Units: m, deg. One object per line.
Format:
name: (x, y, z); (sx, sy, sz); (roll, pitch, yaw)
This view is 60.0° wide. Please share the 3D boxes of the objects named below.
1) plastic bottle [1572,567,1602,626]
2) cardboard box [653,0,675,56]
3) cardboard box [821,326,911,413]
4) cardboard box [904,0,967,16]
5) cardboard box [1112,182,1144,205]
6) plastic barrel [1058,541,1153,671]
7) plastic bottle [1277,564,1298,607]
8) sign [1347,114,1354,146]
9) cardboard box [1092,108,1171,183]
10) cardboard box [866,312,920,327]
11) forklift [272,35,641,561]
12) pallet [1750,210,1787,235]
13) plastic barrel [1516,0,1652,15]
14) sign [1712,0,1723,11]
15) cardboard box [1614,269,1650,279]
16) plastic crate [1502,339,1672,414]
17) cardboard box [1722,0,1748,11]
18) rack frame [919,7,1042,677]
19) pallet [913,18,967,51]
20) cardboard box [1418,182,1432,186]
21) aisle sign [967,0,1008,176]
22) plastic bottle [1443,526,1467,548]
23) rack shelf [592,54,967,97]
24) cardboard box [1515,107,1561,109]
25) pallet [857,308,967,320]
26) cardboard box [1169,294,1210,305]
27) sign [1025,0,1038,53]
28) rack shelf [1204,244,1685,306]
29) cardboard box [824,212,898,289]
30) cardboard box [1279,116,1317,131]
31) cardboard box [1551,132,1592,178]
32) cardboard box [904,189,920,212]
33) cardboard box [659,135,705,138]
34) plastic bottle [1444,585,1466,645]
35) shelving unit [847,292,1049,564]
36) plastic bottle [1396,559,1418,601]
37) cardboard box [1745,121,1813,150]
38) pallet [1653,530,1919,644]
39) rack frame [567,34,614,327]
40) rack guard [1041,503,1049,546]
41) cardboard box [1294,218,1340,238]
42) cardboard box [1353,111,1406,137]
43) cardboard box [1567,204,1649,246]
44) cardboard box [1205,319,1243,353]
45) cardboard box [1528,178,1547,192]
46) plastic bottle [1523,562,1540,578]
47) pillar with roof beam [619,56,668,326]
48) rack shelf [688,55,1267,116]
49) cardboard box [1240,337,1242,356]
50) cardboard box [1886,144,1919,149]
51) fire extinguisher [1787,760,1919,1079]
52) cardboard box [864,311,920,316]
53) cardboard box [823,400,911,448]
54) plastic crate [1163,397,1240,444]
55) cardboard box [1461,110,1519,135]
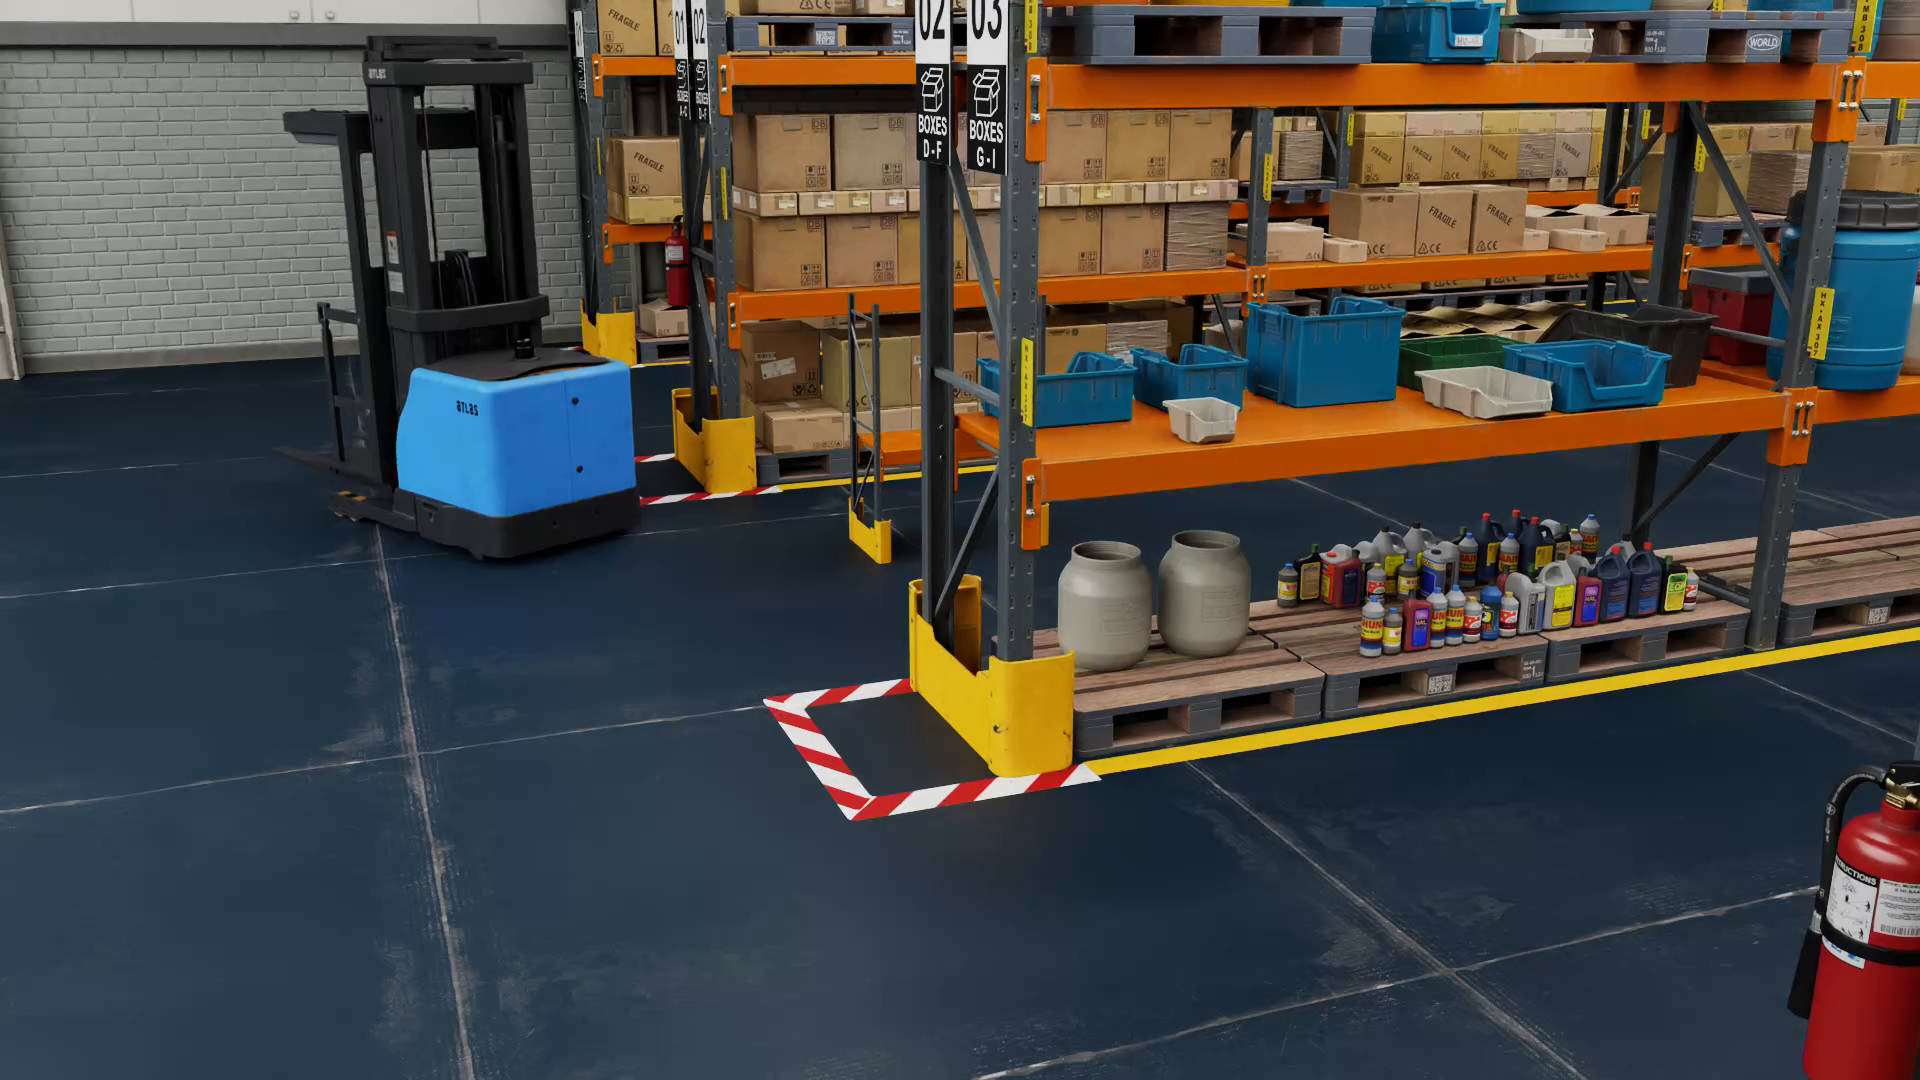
plastic bottle: (2.983, 0.263, 7.917); (0.133, 0.283, 0.061); (-5, 17, -16)
cardboard box: (-2.567, -4.729, 15.342); (0.500, 0.500, 0.500); (-5, 17, -16)
cardboard box: (-0.660, -1.205, 11.682); (0.500, 0.500, 0.500); (-6, 17, -20)
cardboard box: (-0.058, -3.768, 11.111); (0.500, 0.500, 0.500); (-6, 17, -20)
cardboard box: (1.131, -2.517, 12.017); (0.250, 0.149, 0.380); (-6, 17, -20)
plastic barrel: (0.649, 0.293, 7.448); (0.421, 0.512, 0.421); (0, 16, 0)
plastic bottle: (1.620, 0.218, 8.218); (0.097, 0.201, 0.097); (0, 16, 0)
sign: (4.190, -4.402, 17.850); (0.005, 0.325, 0.100); (-6, 17, -20)
cardboard box: (1.145, -2.893, 12.145); (0.500, 0.500, 0.700); (-6, 17, -20)
cardboard box: (-0.384, -1.396, 12.331); (0.500, 0.500, 0.500); (-6, 17, -20)
forklift: (-3.394, -1.614, 10.393); (3.031, 2.935, 1.130); (14, 21, 40)
pallet: (7.578, -2.828, 14.747); (1.213, 0.211, 1.003); (-6, 17, -20)
plastic barrel: (2.830, -2.825, 7.437); (0.708, 0.901, 0.600); (-6, 17, -20)
sign: (5.954, -4.302, 13.041); (0.005, 0.325, 0.100); (-6, 17, -20)
cardboard box: (8.458, -3.480, 20.316); (0.500, 0.500, 0.700); (-6, 17, -19)
plastic crate: (2.861, -0.762, 7.633); (0.616, 0.251, 0.499); (-6, 17, -20)
cardboard box: (6.159, -4.263, 13.791); (0.500, 0.500, 0.910); (-6, 17, -20)
rack frame: (0.062, -0.613, 6.862); (0.127, 3.000, 1.000); (-6, 17, -20)
pallet: (0.104, -3.502, 11.533); (1.213, 0.211, 1.003); (-6, 17, -20)
cardboard box: (5.085, -3.973, 18.714); (0.250, 0.149, 0.380); (-6, 18, -21)
aisle sign: (0.100, -1.776, 6.208); (0.004, 0.787, 0.394); (-6, 17, -20)
plastic bottle: (2.550, 0.073, 8.566); (0.133, 0.283, 0.061); (-5, 17, -18)
rack shelf: (-1.615, -4.515, 16.104); (4.000, 0.370, 1.077); (-6, 17, -20)
cardboard box: (6.714, -4.957, 19.584); (0.500, 0.250, 0.500); (-6, 17, -19)
pallet: (-0.362, -2.208, 17.242); (1.213, 0.211, 1.003); (-6, 17, -20)
cardboard box: (2.357, -2.873, 18.212); (0.500, 0.500, 0.700); (-6, 17, -20)
sign: (0.255, -1.911, 5.944); (0.005, 0.325, 0.100); (-6, 17, -20)
rack shelf: (3.896, -2.176, 13.463); (4.000, 0.370, 1.077); (-6, 17, -20)
cardboard box: (-0.778, -2.062, 11.621); (0.500, 0.500, 0.700); (-6, 17, -19)
cardboard box: (3.676, -4.554, 18.172); (0.250, 0.149, 0.380); (-9, 18, -27)
cardboard box: (6.909, -4.463, 19.231); (0.500, 0.500, 0.500); (-6, 17, -20)
cardboard box: (-0.300, -2.363, 11.493); (0.250, 0.149, 0.380); (-7, 18, -22)
cardboard box: (-2.645, -3.669, 16.167); (0.500, 0.500, 0.500); (-6, 17, -19)
plastic bottle: (2.280, 0.340, 7.680); (0.097, 0.271, 0.097); (0, 16, 0)
shelving unit: (-0.071, -0.712, 9.861); (1.083, 1.500, 0.587); (-6, 17, -20)
plastic bottle: (2.232, 0.196, 8.294); (0.097, 0.201, 0.097); (0, 16, 0)
cardboard box: (10.310, -4.846, 20.745); (0.700, 0.700, 0.980); (-6, 18, -21)
pallet: (4.517, 0.232, 8.933); (1.213, 0.211, 1.003); (-6, 17, -20)
rack frame: (-3.483, -3.220, 15.738); (0.127, 3.000, 1.000); (-6, 17, -20)
rack guard: (0.394, -0.162, 10.208); (0.087, 0.250, 0.587); (-6, 17, -20)
cardboard box: (2.784, -2.392, 13.160); (0.258, 0.266, 0.396); (-7, 18, -21)
cardboard box: (4.531, -4.567, 18.255); (0.500, 0.250, 0.500); (-6, 17, -19)
cardboard box: (5.408, -2.655, 13.975); (0.500, 0.311, 0.500); (-5, 17, -17)
cardboard box: (2.304, -1.587, 13.320); (0.500, 0.311, 0.500); (-6, 17, -20)
cardboard box: (6.545, -4.115, 19.197); (0.250, 0.149, 0.380); (-6, 17, -20)
plastic bottle: (2.758, 0.244, 7.983); (0.133, 0.283, 0.061); (-6, 17, -20)
pillar with roof beam: (-1.598, -5.264, 12.051); (0.400, 9.000, 9.100); (-6, 17, -20)
rack shelf: (0.161, -3.212, 11.667); (4.000, 0.370, 1.077); (-6, 17, -20)
cardboard box: (2.503, -1.447, 12.842); (0.500, 0.311, 0.500); (-6, 17, -20)
cardboard box: (8.976, -3.387, 15.386); (0.500, 0.500, 0.700); (-14, 21, -39)
fire extinguisher: (1.563, 0.618, 2.809); (0.183, 0.674, 0.296); (-6, 17, -20)
cardboard box: (-0.703, -2.519, 17.010); (0.500, 0.500, 0.500); (-8, 18, -24)
cardboard box: (-0.661, -0.846, 11.789); (0.500, 0.250, 0.500); (-6, 17, -20)
plastic crate: (1.013, -0.492, 6.918); (0.250, 0.136, 0.298); (-6, 17, -20)
cardboard box: (5.945, -4.723, 18.786); (0.500, 0.250, 0.500); (-7, 18, -21)
